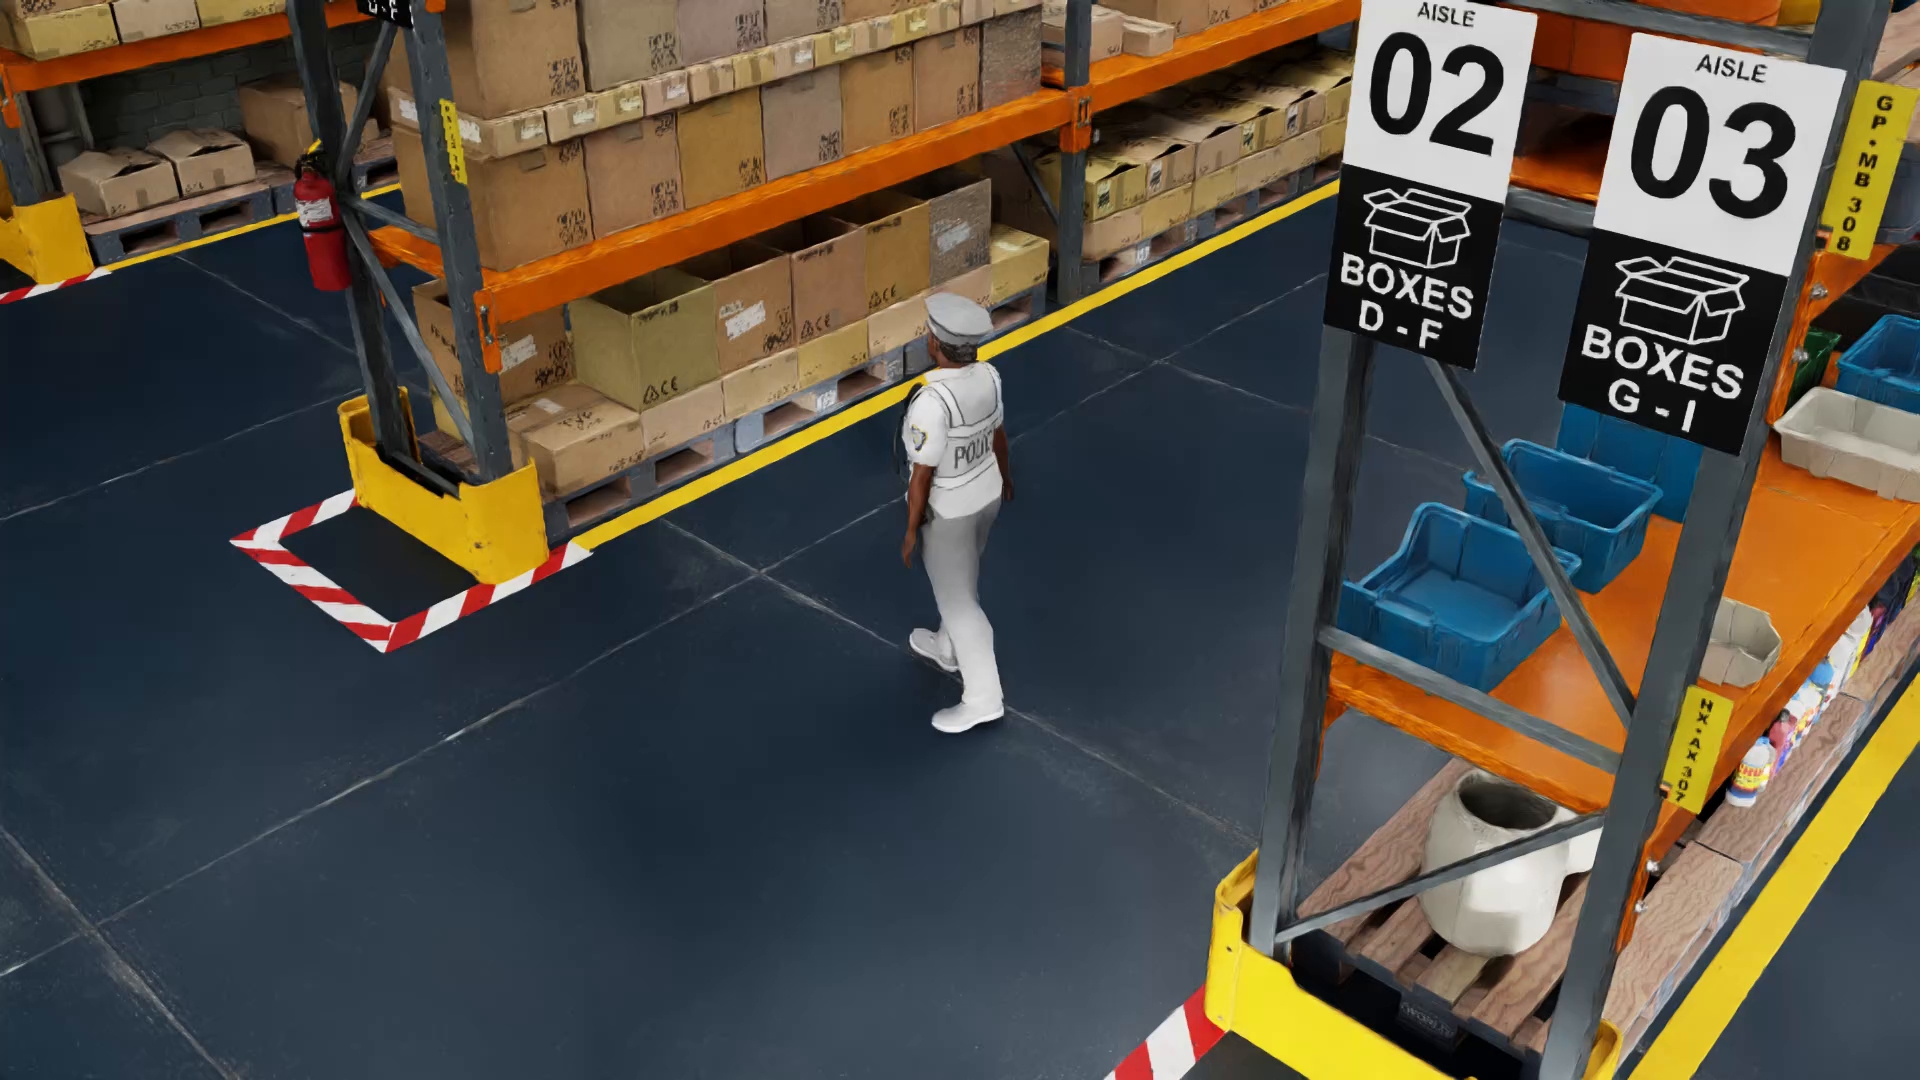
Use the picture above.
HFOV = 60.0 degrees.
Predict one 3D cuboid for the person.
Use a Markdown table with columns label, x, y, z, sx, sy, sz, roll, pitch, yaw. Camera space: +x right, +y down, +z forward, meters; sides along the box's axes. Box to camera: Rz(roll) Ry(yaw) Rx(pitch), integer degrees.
| label | x | y | z | sx | sy | sz | roll | pitch | yaw |
| --- | --- | --- | --- | --- | --- | --- | --- | --- | --- |
| person | -0.014 | -0.143 | 6.342 | 0.615 | 1.662 | 0.684 | 19 | 36 | 28 |
